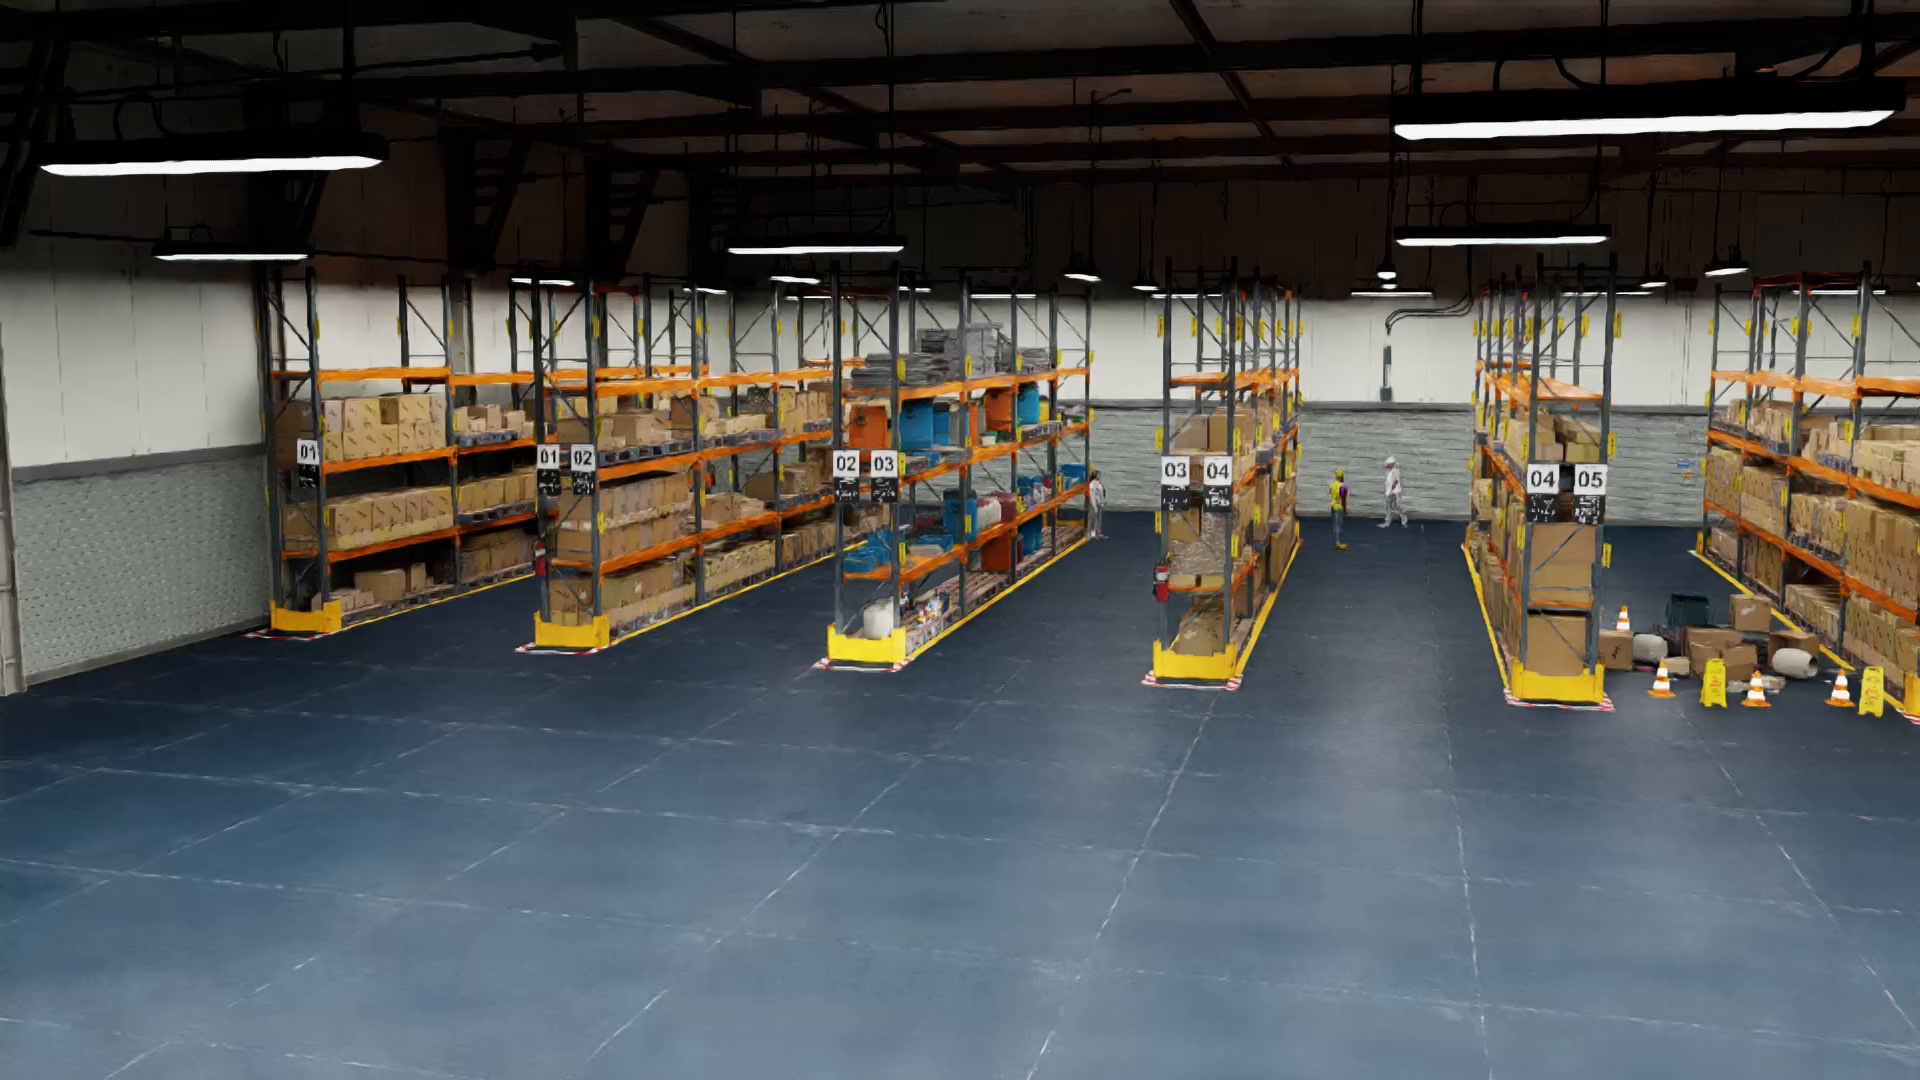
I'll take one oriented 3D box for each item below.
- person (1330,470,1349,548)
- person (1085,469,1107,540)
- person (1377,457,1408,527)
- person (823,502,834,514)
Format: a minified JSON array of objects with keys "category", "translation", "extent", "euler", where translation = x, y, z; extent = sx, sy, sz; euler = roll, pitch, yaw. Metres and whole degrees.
[{"category":"person","translation":[8.736,-0.728,38.148],"extent":[0.453,1.768,0.614],"euler":[-2,7,-14]},{"category":"person","translation":[3.209,-0.847,39.472],"extent":[0.374,1.677,0.620],"euler":[5,9,32]},{"category":"person","translation":[10.987,-1.216,42.138],"extent":[0.716,1.781,0.570],"euler":[-2,7,-13]},{"category":"person","translation":[-3.315,-1.293,42.750],"extent":[0.390,1.721,0.621],"euler":[2,8,16]}]
